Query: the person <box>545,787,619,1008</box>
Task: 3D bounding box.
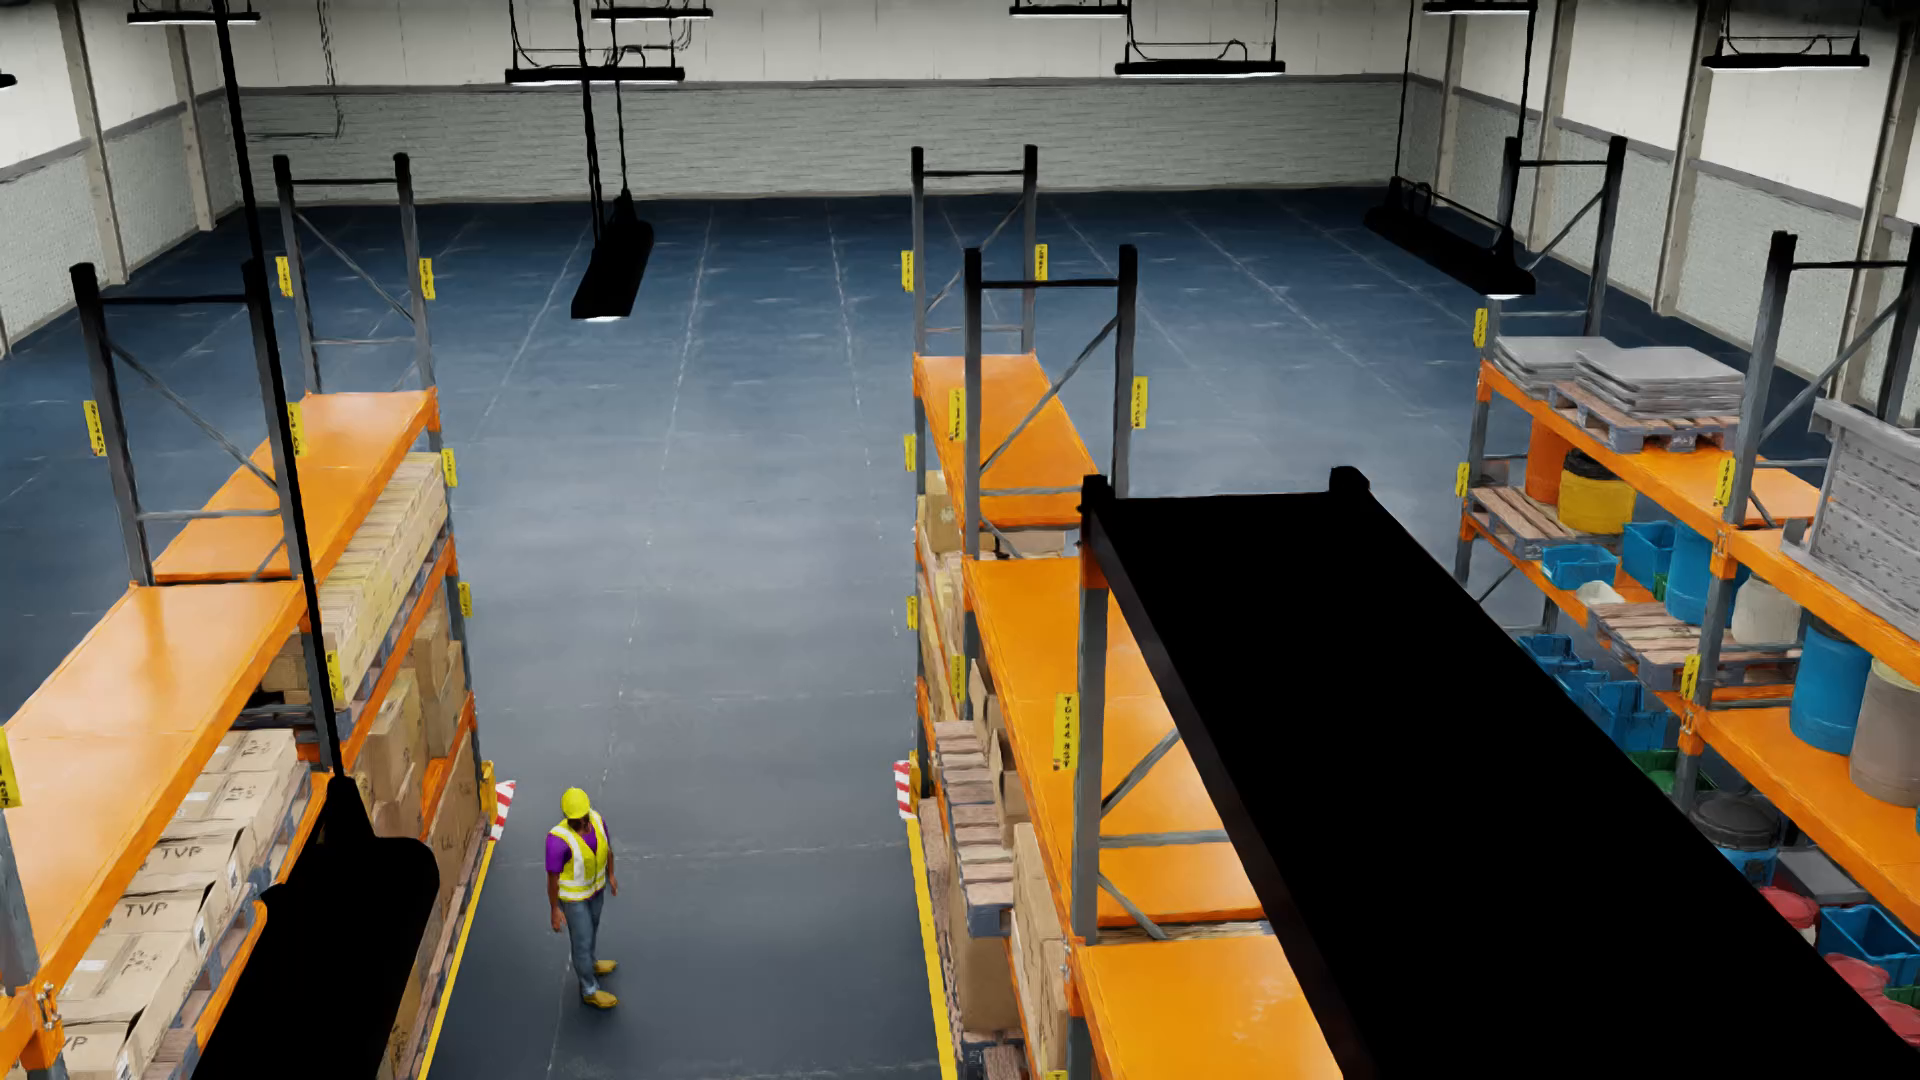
[{"bbox_3d":[-2.808,2.656,12.497,0.580,1.763,0.673,10,24,25],"label":"person"}]
